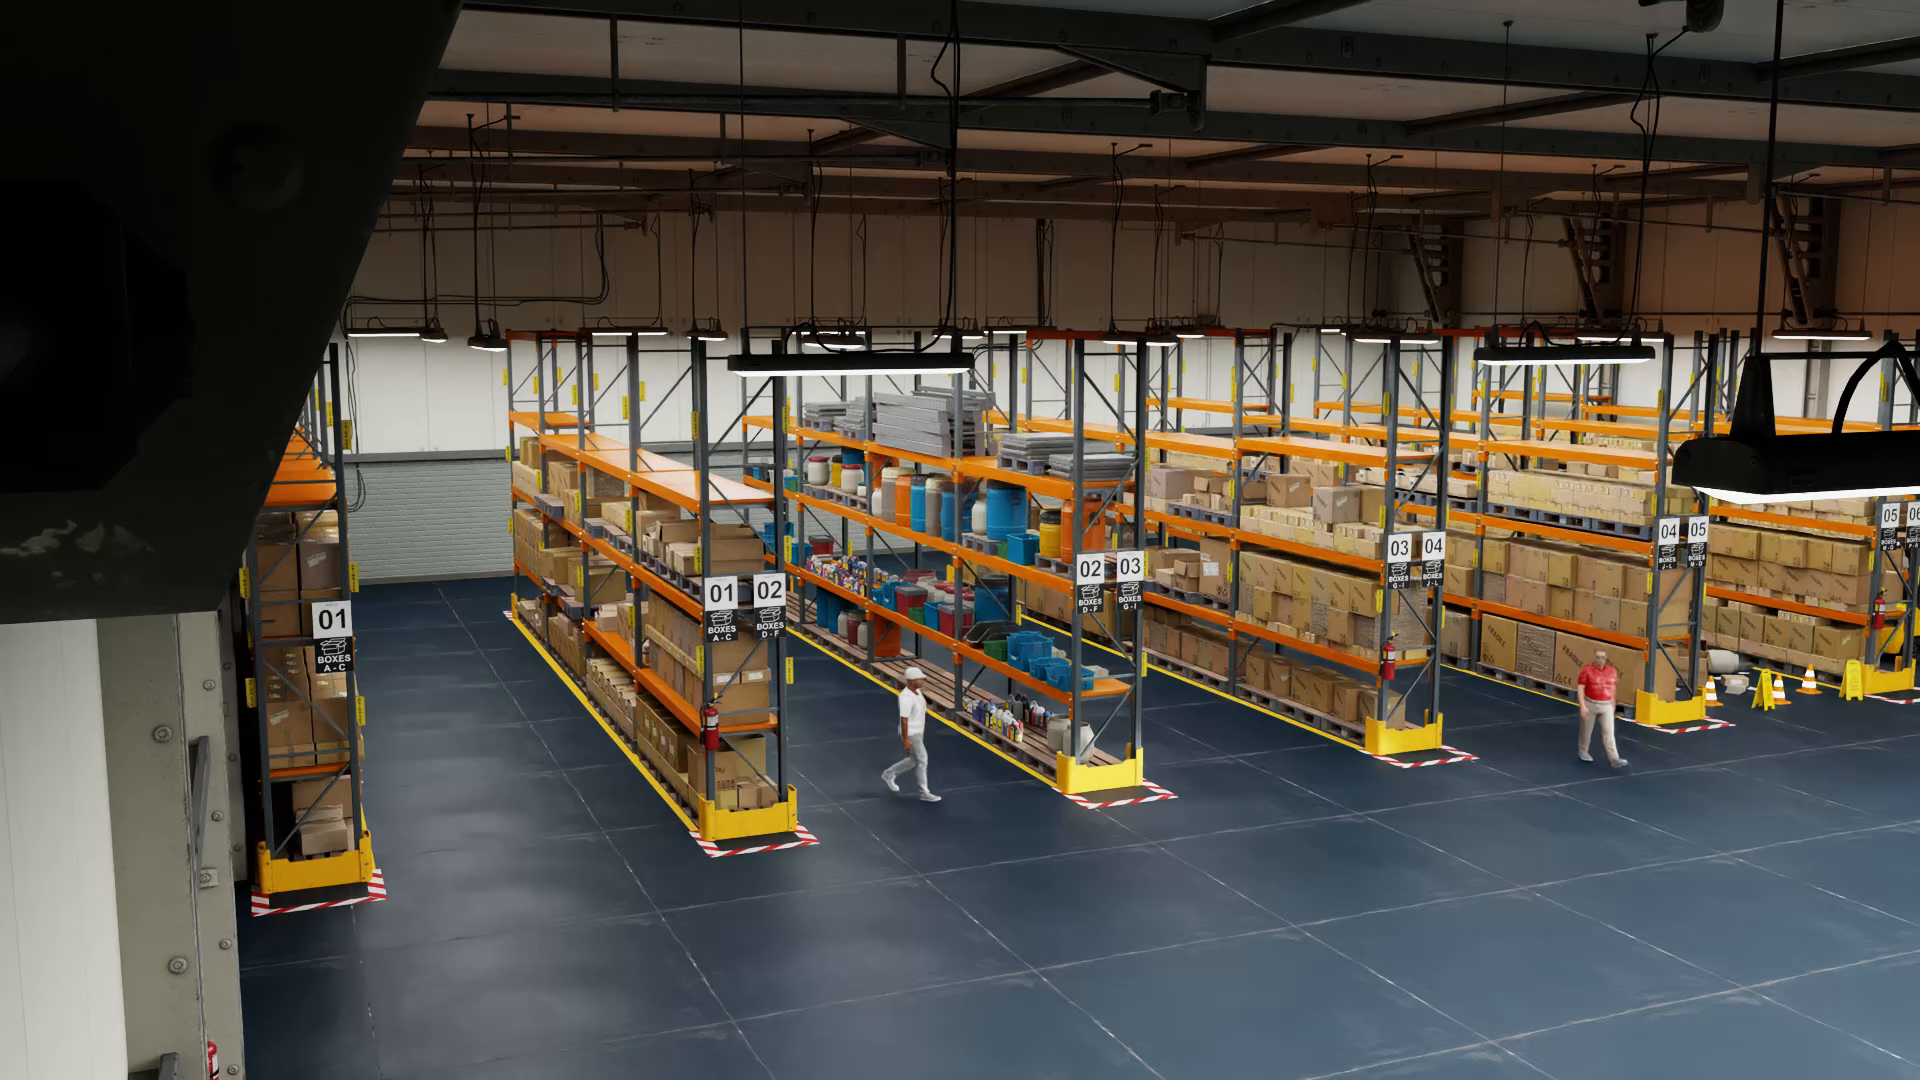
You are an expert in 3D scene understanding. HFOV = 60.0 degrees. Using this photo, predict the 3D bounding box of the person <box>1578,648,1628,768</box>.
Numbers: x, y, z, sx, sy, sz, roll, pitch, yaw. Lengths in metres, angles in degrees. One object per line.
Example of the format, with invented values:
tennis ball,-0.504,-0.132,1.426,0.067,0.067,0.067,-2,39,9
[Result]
person,8.919,2.342,23.179,0.585,1.664,1.071,1,8,8

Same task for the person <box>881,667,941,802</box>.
person,-0.634,2.516,21.726,0.853,1.744,0.634,2,8,12
